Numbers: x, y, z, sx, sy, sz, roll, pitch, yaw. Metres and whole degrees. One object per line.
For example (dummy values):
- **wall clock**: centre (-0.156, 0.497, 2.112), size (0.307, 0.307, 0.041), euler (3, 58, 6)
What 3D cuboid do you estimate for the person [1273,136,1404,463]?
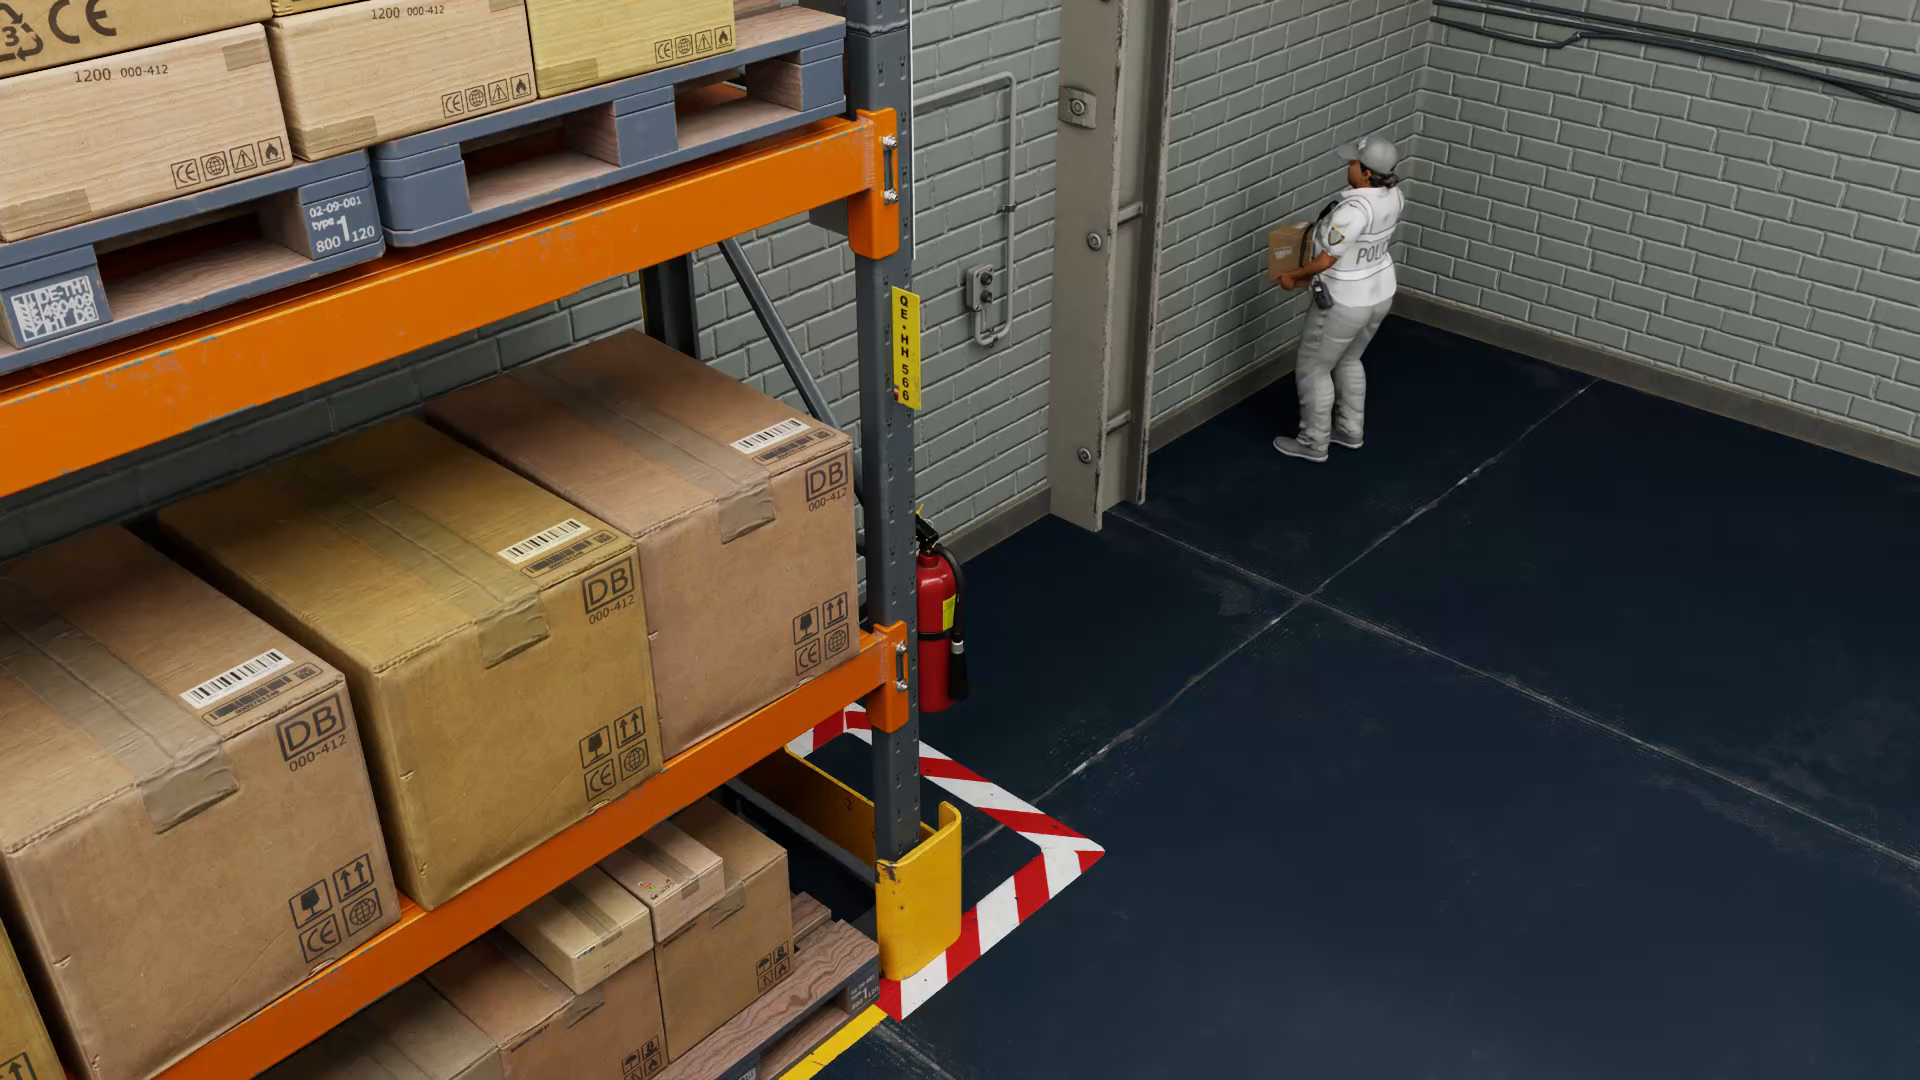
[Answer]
- **person**: centre (1.810, -1.173, 8.055), size (0.535, 1.653, 0.453), euler (25, 40, 35)
